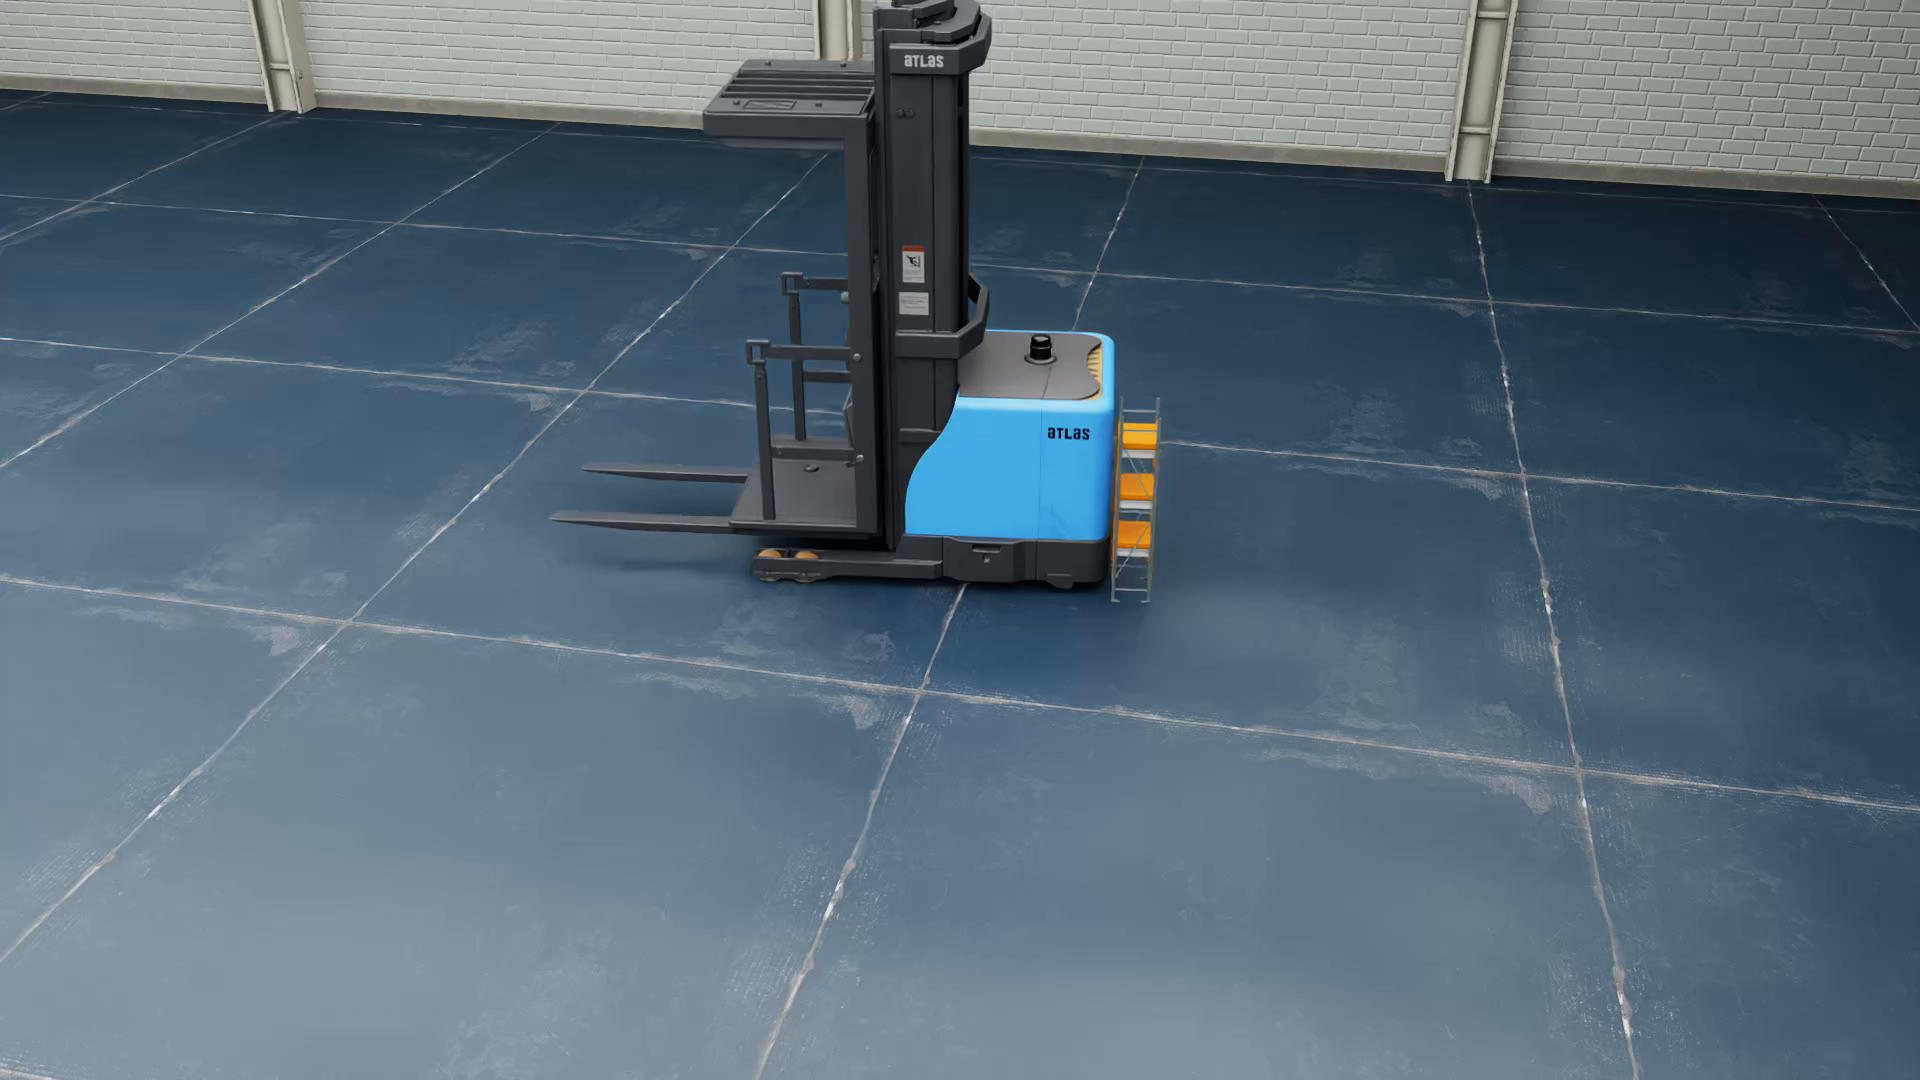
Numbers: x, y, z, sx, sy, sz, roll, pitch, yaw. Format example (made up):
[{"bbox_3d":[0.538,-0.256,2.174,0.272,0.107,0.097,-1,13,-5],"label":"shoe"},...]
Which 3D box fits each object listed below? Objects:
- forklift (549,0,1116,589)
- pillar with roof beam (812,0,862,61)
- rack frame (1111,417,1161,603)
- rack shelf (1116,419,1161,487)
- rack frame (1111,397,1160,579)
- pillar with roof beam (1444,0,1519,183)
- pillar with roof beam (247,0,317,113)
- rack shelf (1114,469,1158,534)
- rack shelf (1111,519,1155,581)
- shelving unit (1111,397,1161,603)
[{"bbox_3d":[-0.693,-1.307,8.585,3.031,2.935,1.130,2,29,4],"label":"forklift"},{"bbox_3d":[-2.076,-5.883,10.625,0.400,9.000,9.100,6,29,11],"label":"pillar with roof beam"},{"bbox_3d":[0.888,-0.140,8.413,0.200,1.050,0.008,2,29,4],"label":"rack frame"},{"bbox_3d":[0.898,-0.438,8.389,0.215,0.259,0.240,2,29,4],"label":"rack shelf"},{"bbox_3d":[0.907,-0.257,8.627,0.200,1.050,0.008,2,29,4],"label":"rack frame"},{"bbox_3d":[3.792,-5.282,9.526,0.400,9.000,9.100,6,29,11],"label":"pillar with roof beam"},{"bbox_3d":[-7.944,-6.485,11.724,0.400,9.000,9.100,6,29,11],"label":"pillar with roof beam"},{"bbox_3d":[0.898,-0.190,8.525,0.215,0.259,0.240,2,29,4],"label":"rack shelf"},{"bbox_3d":[0.898,0.054,8.659,0.215,0.259,0.240,2,29,4],"label":"rack shelf"},{"bbox_3d":[0.898,-0.199,8.520,0.215,1.050,0.252,2,29,4],"label":"shelving unit"}]
